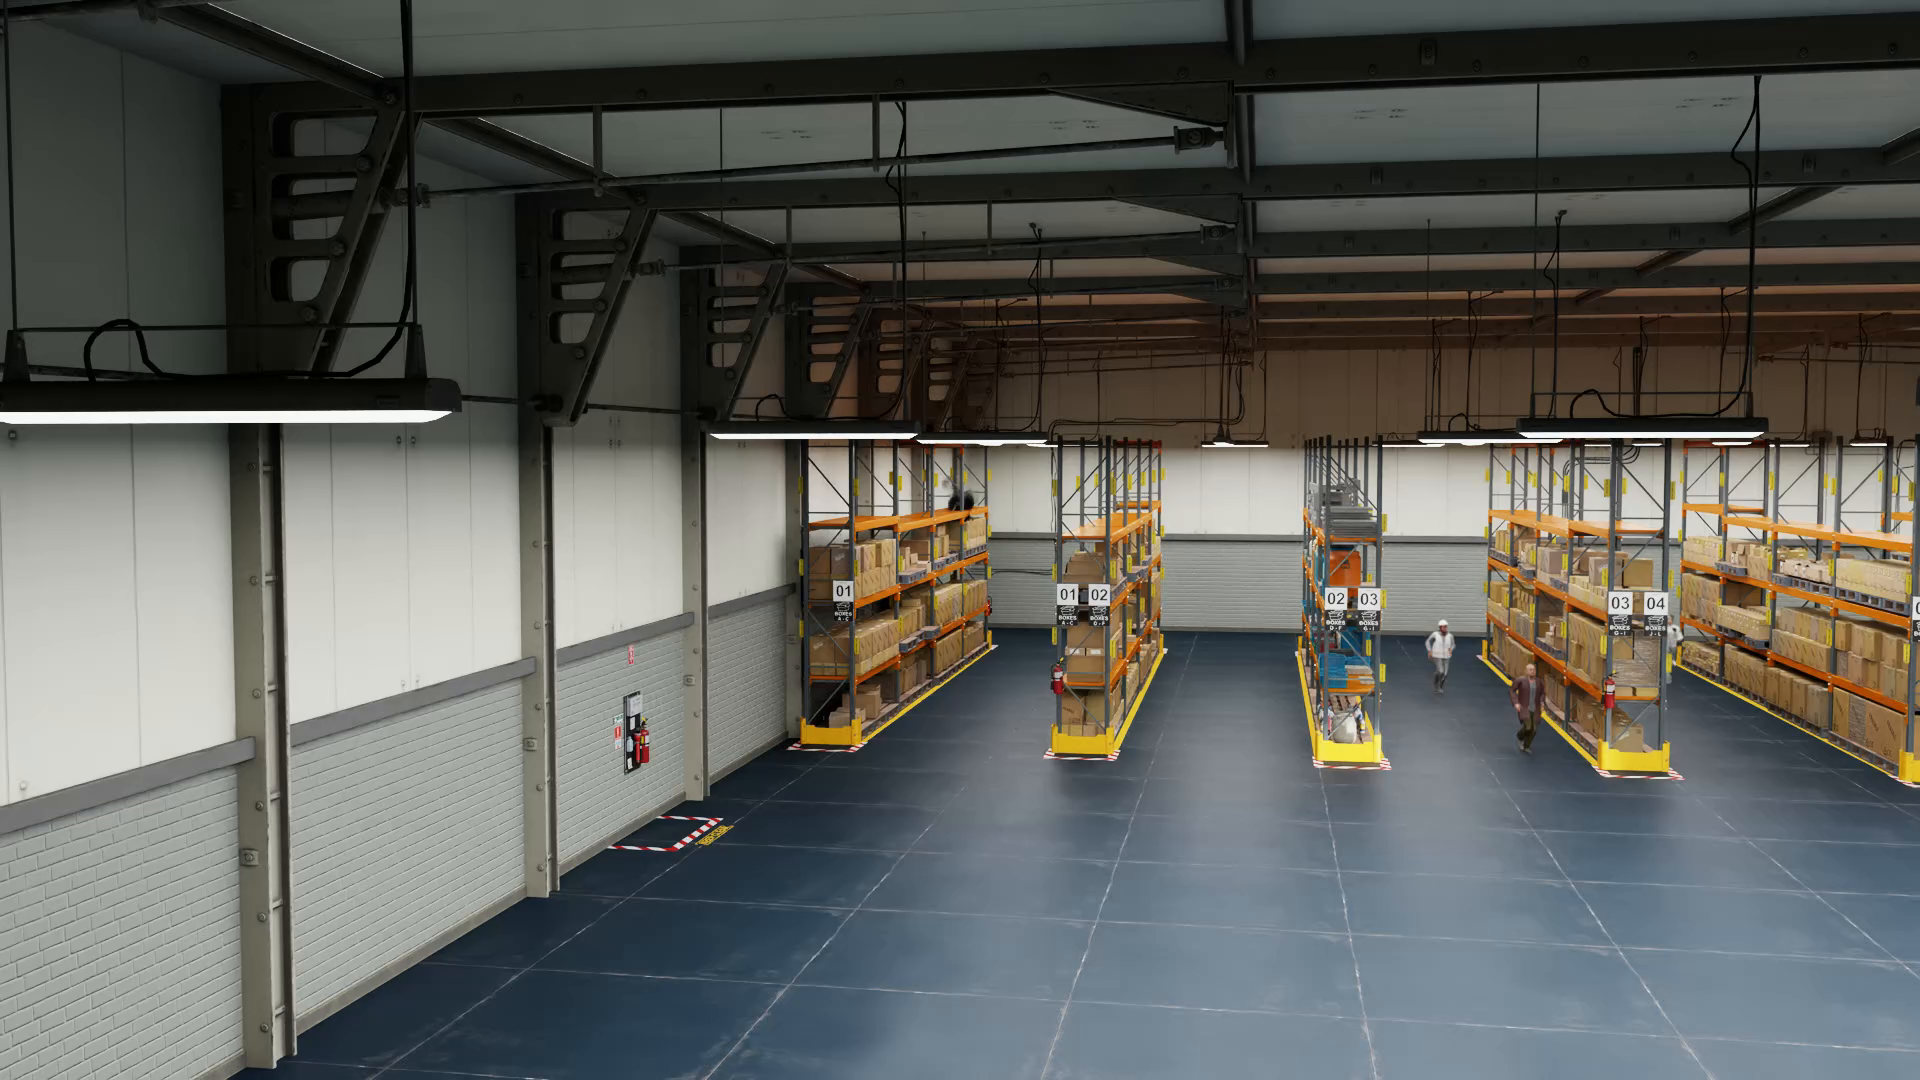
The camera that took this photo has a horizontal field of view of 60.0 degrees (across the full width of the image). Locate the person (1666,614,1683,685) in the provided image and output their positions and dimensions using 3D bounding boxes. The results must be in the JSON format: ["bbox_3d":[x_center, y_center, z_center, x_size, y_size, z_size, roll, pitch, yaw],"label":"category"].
[{"bbox_3d":[17.493,2.664,40.969,0.602,1.712,0.828,1,3,15],"label":"person"}]

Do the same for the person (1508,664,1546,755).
[{"bbox_3d":[10.672,3.180,31.171,0.660,1.715,0.653,0,3,-6],"label":"person"}]

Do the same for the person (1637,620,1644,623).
[{"bbox_3d":[18.159,2.461,45.039,0.535,1.661,0.710,-3,4,-44],"label":"person"}]

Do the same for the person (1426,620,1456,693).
[{"bbox_3d":[11.285,2.734,38.936,0.630,1.728,0.733,0,3,-3],"label":"person"}]
